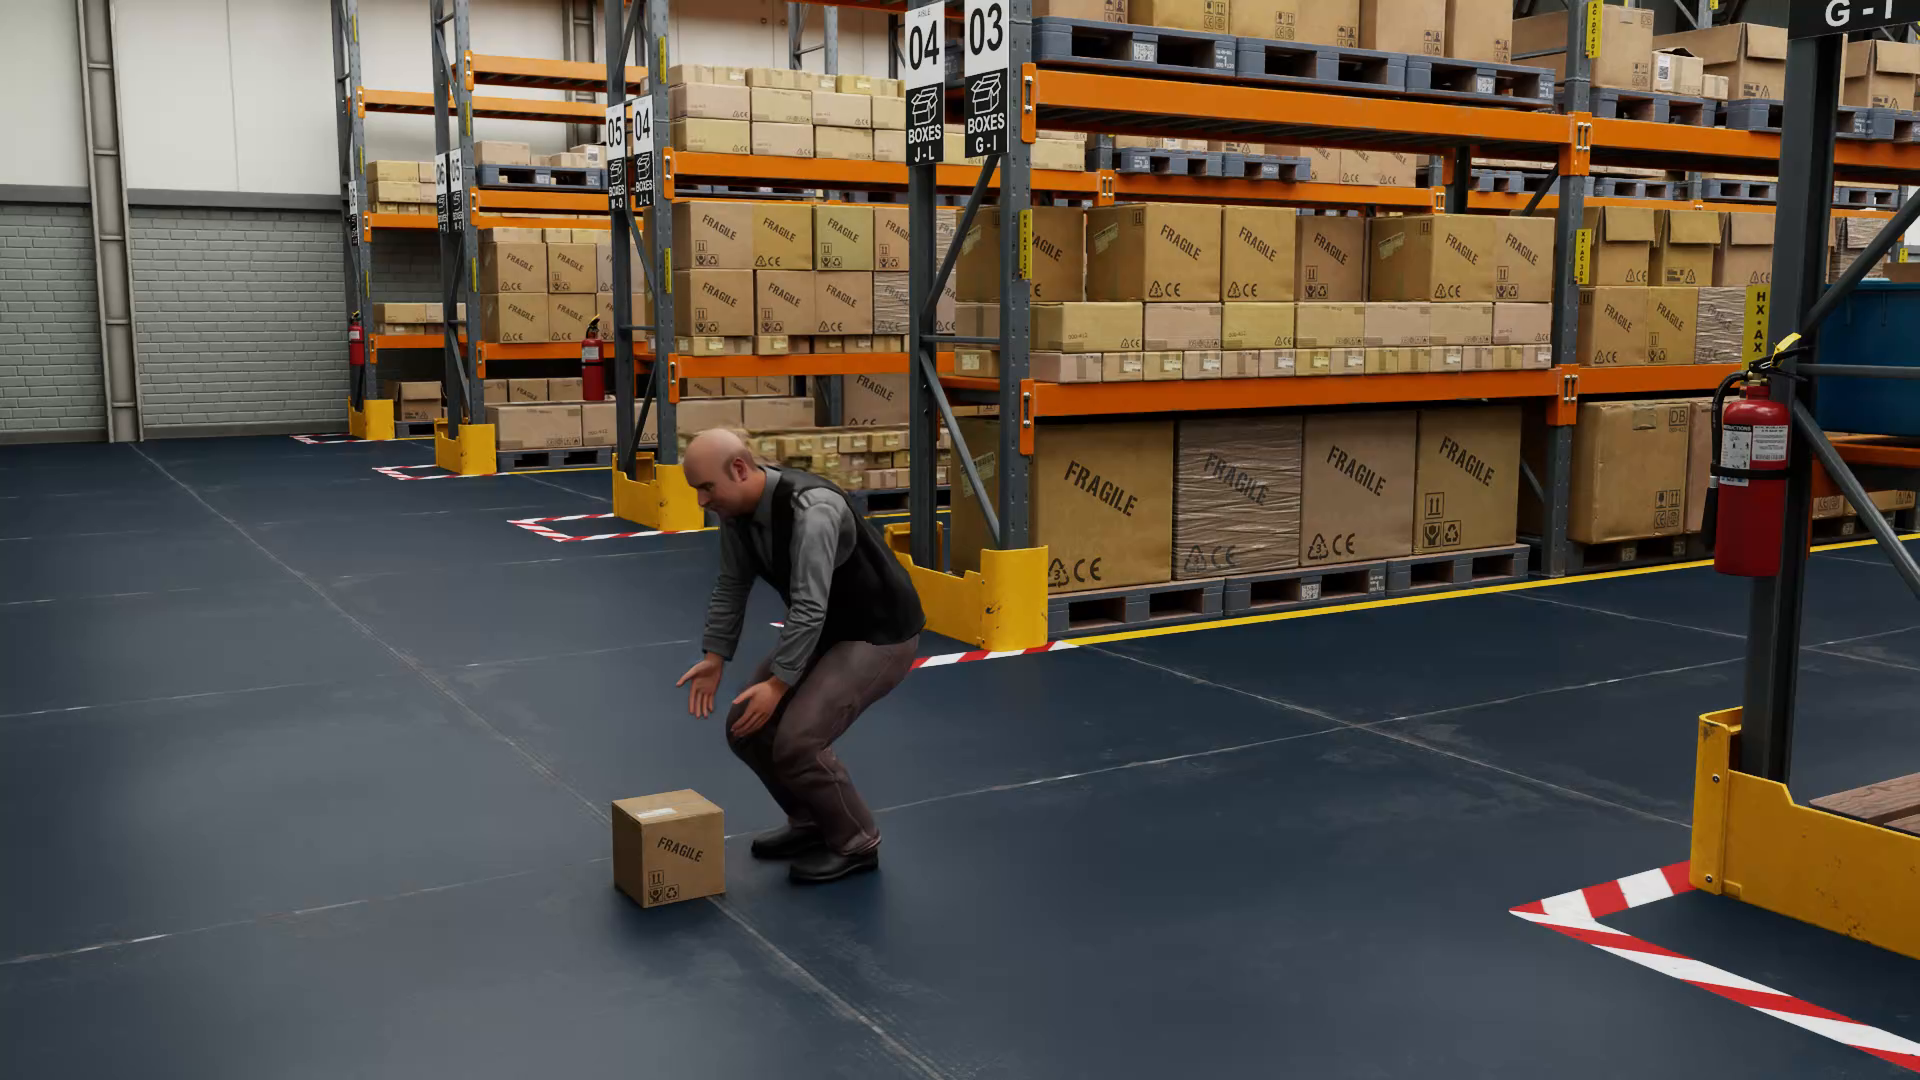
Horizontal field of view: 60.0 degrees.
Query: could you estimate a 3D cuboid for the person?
[{"bbox_3d":[-0.459,0.329,4.949,0.743,1.345,0.590,-5,9,-31],"label":"person"}]
